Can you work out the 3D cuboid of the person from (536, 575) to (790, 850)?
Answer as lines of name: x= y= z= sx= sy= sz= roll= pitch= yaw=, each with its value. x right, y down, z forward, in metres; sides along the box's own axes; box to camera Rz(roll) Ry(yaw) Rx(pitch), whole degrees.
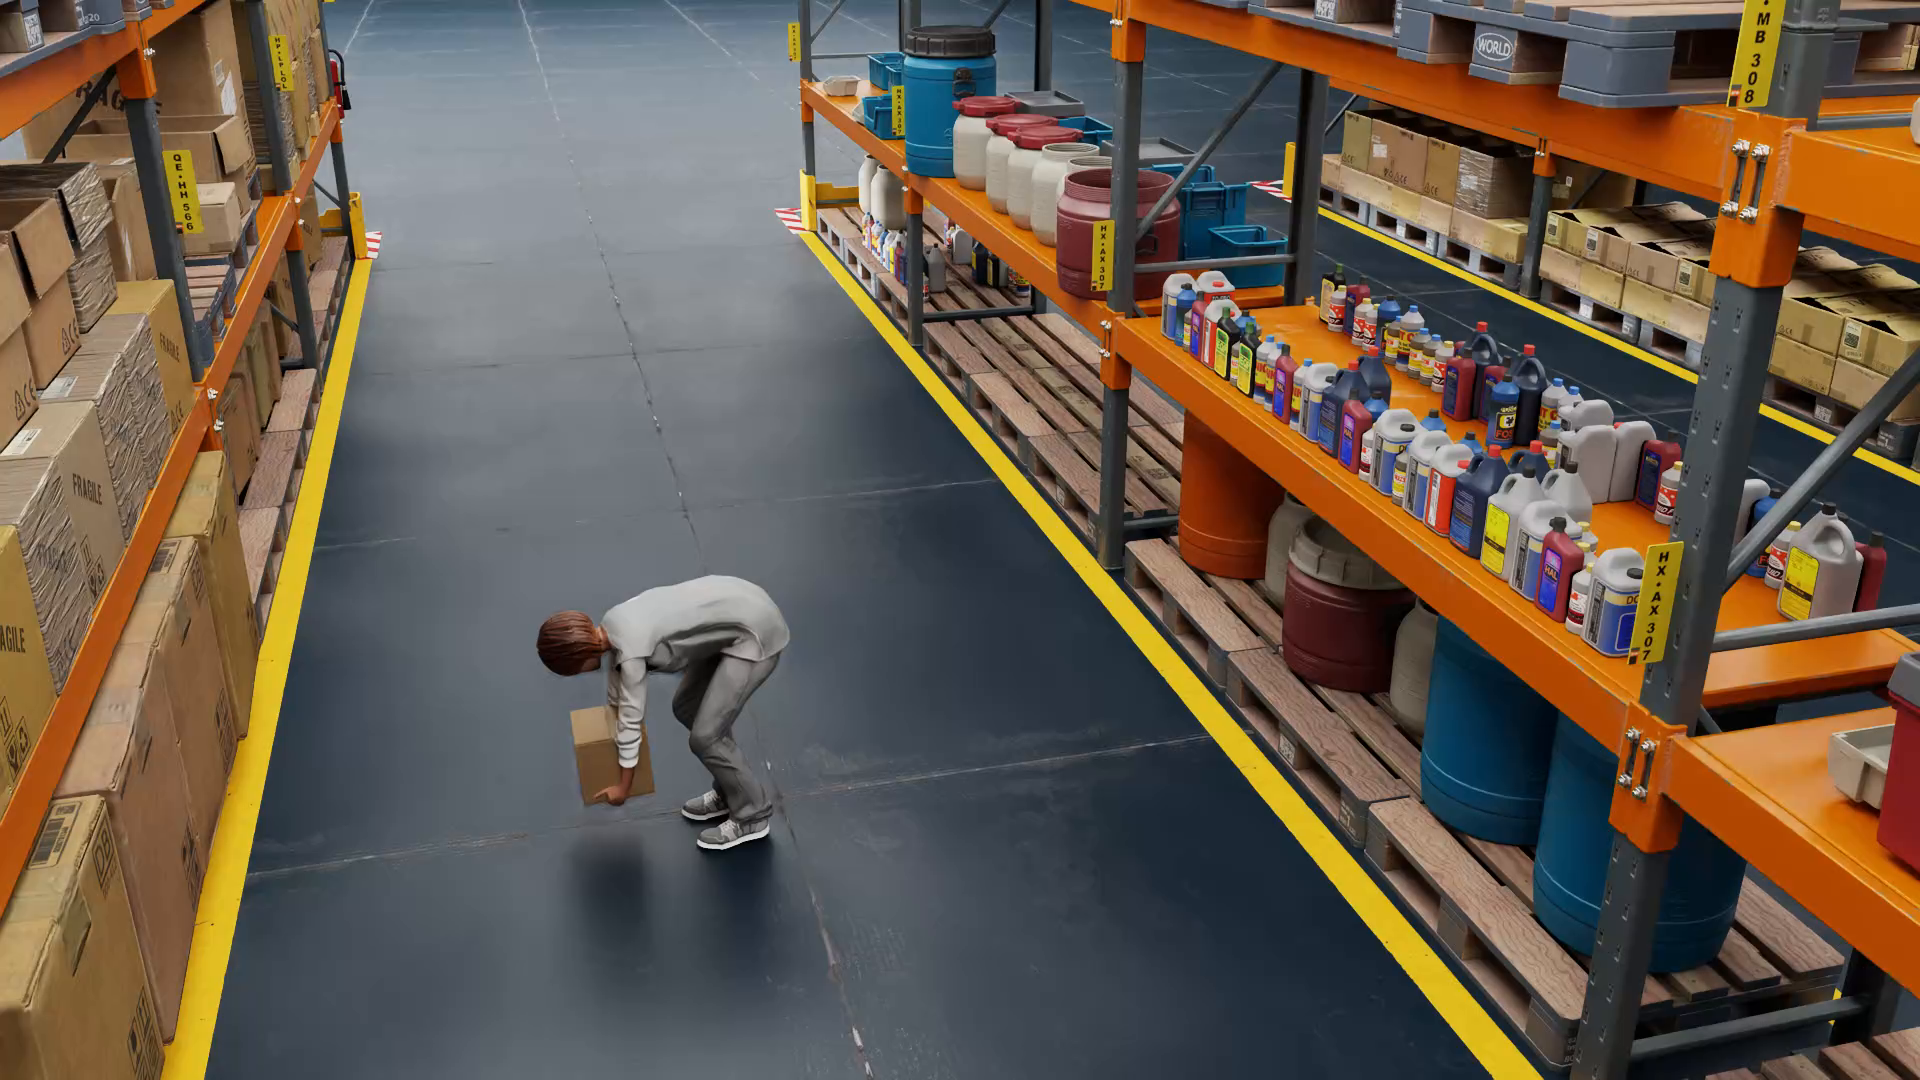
person: x=-1.030 y=0.626 z=5.922 sx=0.871 sy=0.990 sz=0.396 roll=-7 pitch=24 yaw=-16
